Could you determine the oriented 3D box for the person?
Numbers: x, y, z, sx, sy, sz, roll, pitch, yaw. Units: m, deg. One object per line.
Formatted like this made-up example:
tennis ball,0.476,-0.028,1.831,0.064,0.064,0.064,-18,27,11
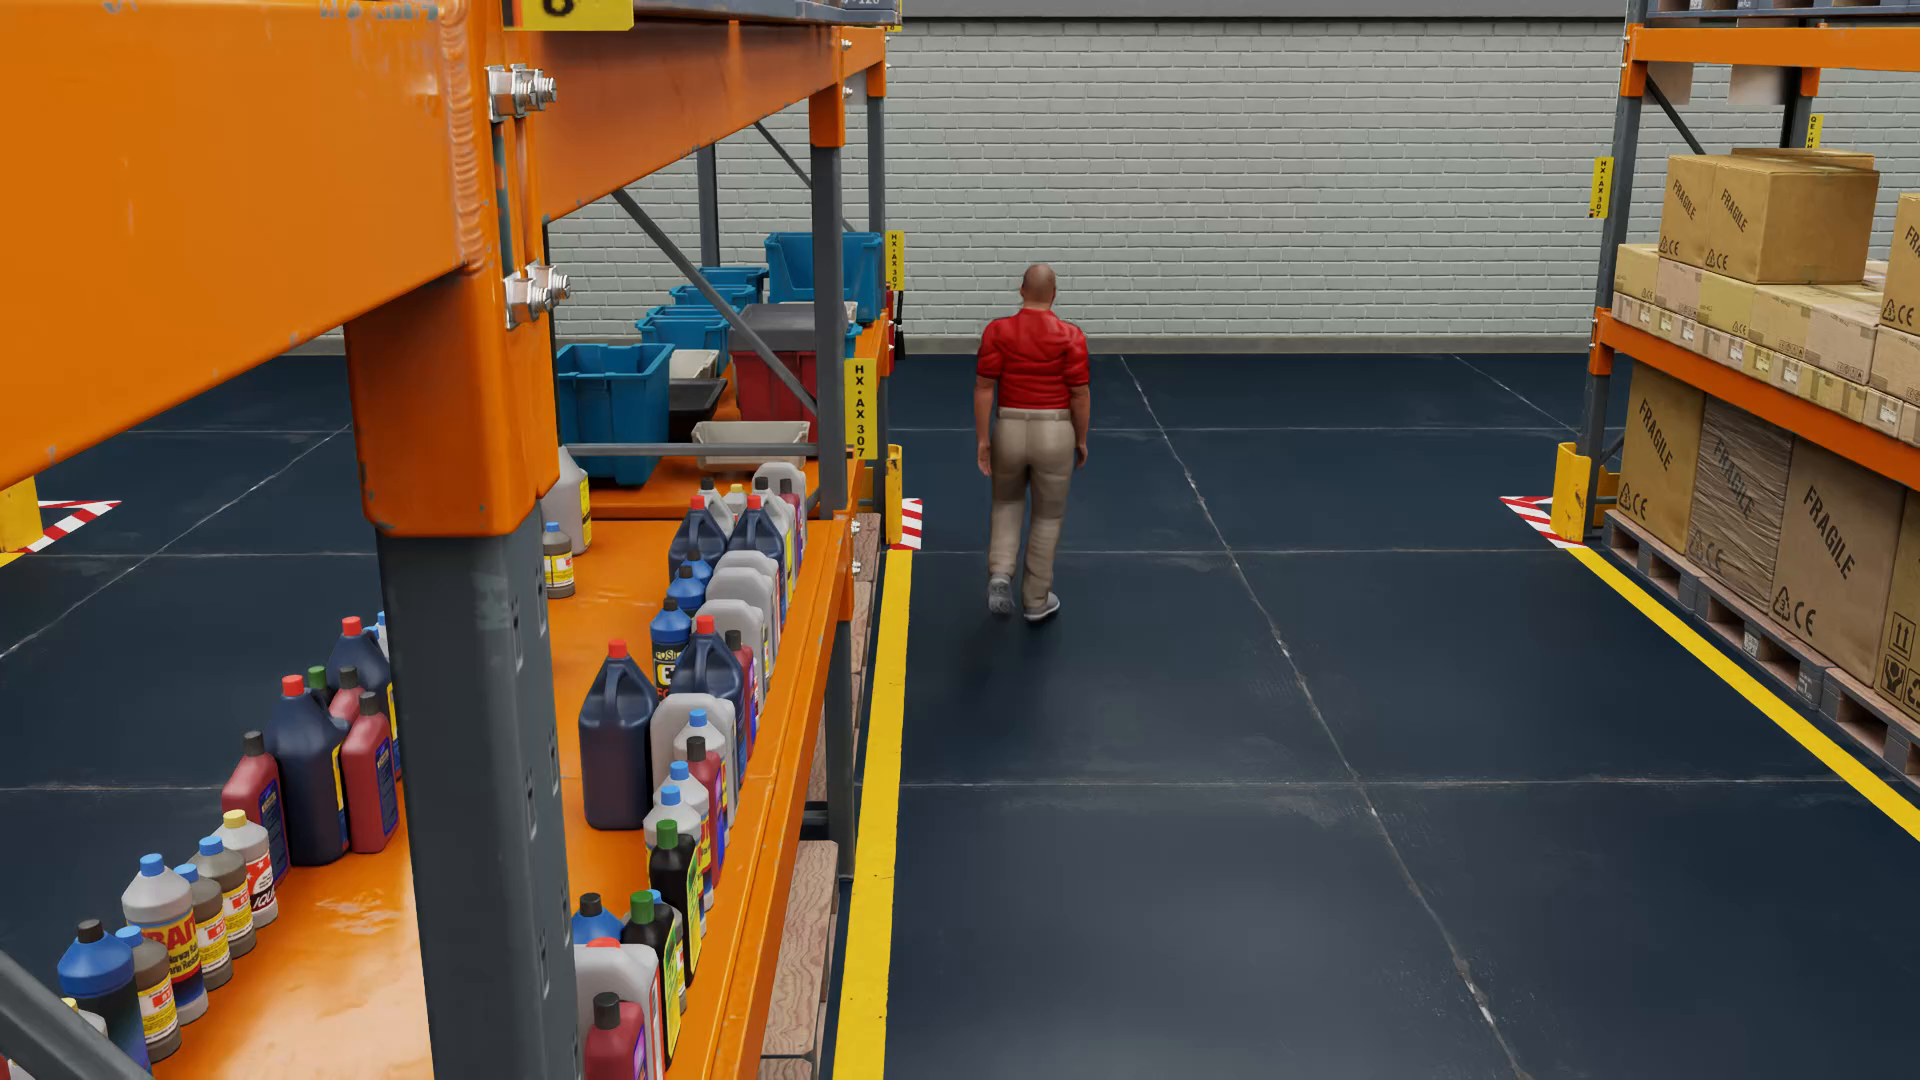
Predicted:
person,0.360,-0.456,8.043,0.544,1.758,0.443,5,18,16
